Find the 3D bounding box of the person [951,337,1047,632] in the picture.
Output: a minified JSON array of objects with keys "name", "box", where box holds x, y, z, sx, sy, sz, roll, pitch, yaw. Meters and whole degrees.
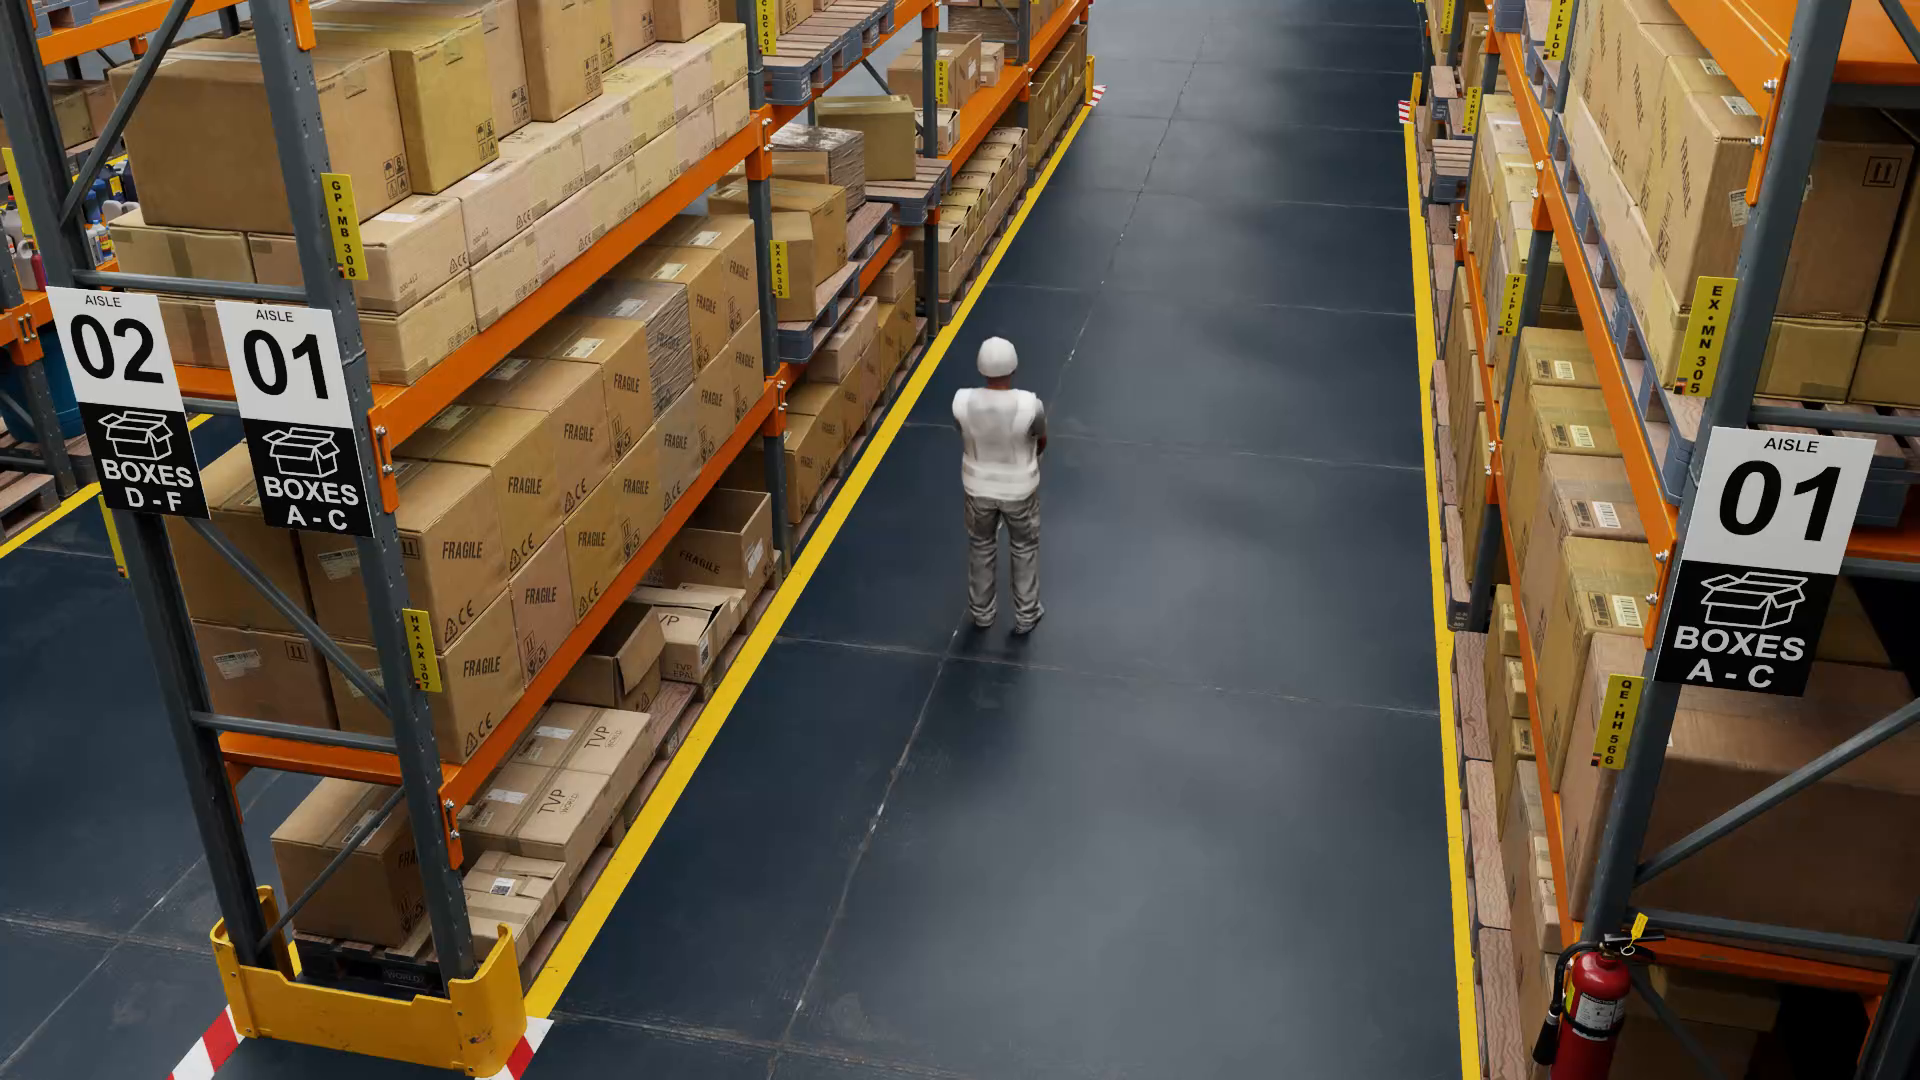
[{"name":"person","box":[0.233,-0.338,9.221,0.503,1.788,0.565,6,29,11]}]
